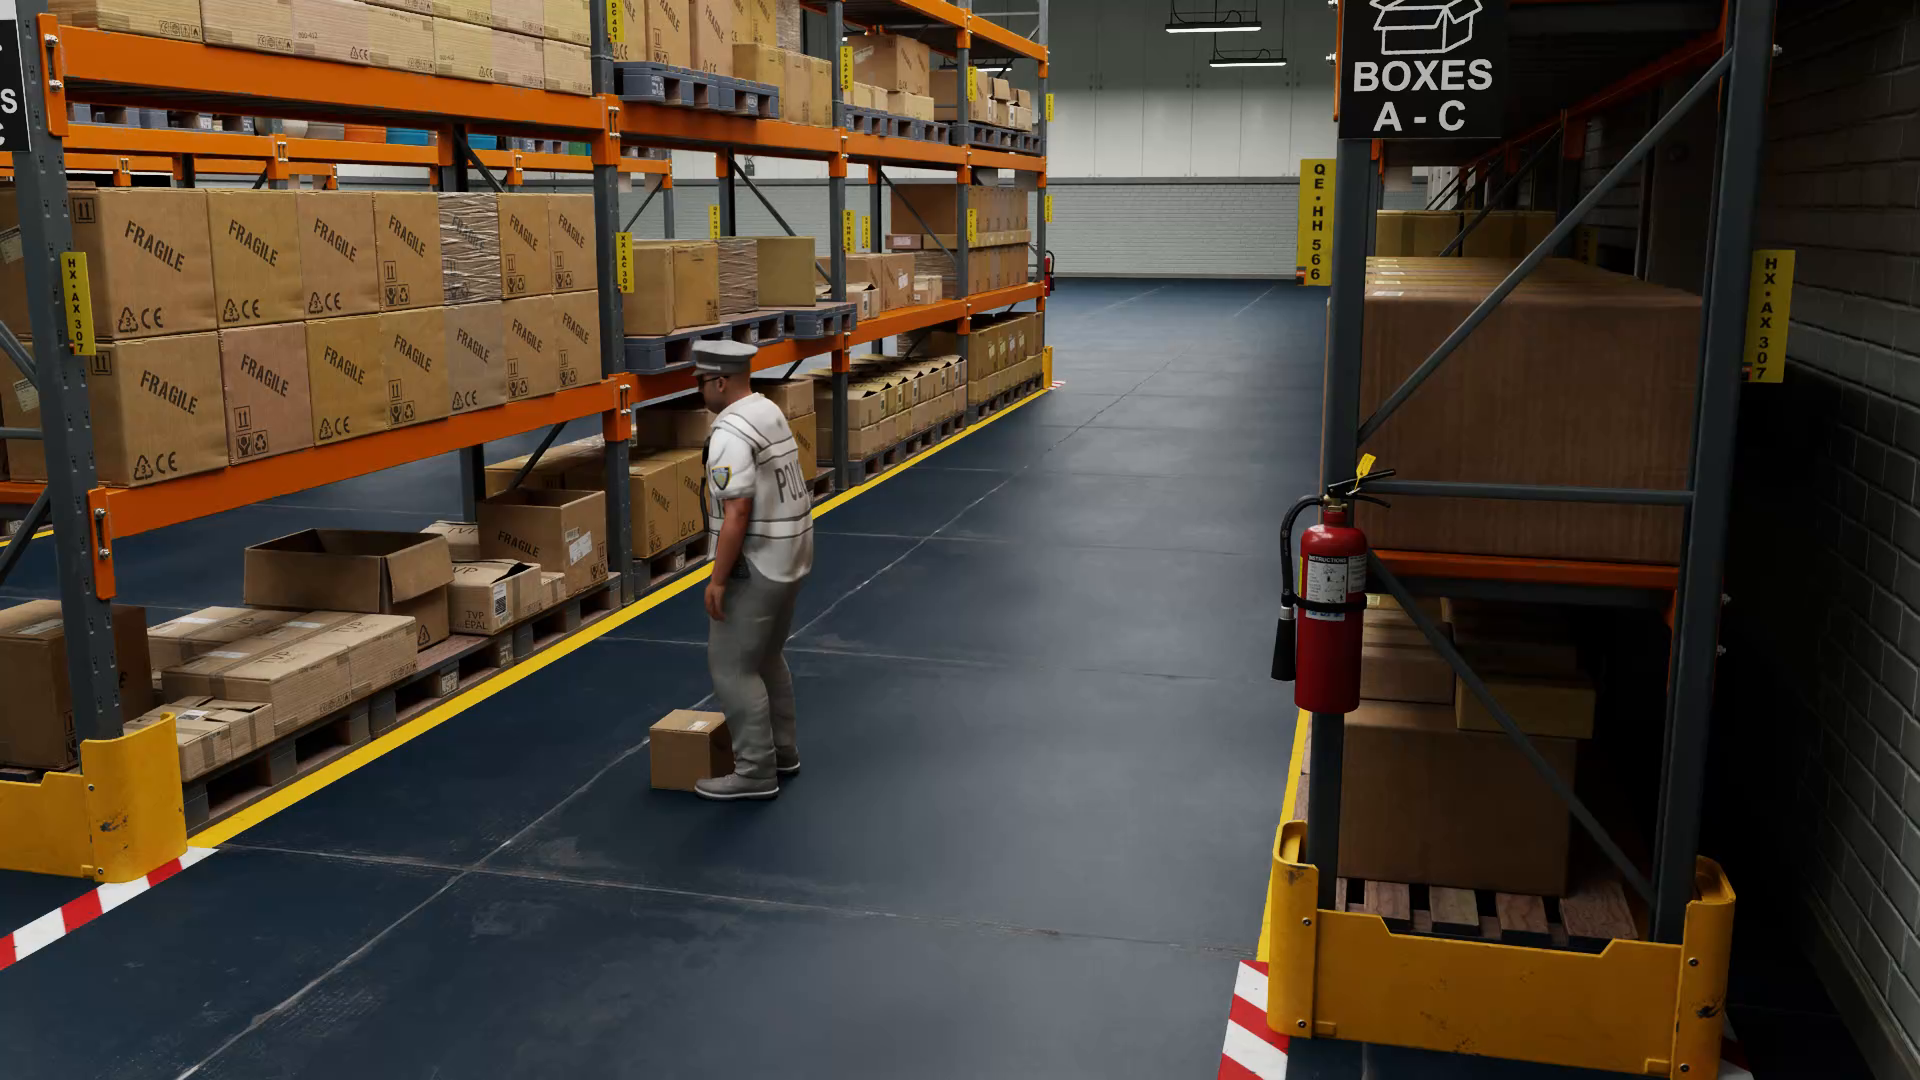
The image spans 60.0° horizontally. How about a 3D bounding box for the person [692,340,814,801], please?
[{"bbox_3d":[-0.792,0.110,6.378,0.432,1.748,0.585,3,12,13],"label":"person"}]
